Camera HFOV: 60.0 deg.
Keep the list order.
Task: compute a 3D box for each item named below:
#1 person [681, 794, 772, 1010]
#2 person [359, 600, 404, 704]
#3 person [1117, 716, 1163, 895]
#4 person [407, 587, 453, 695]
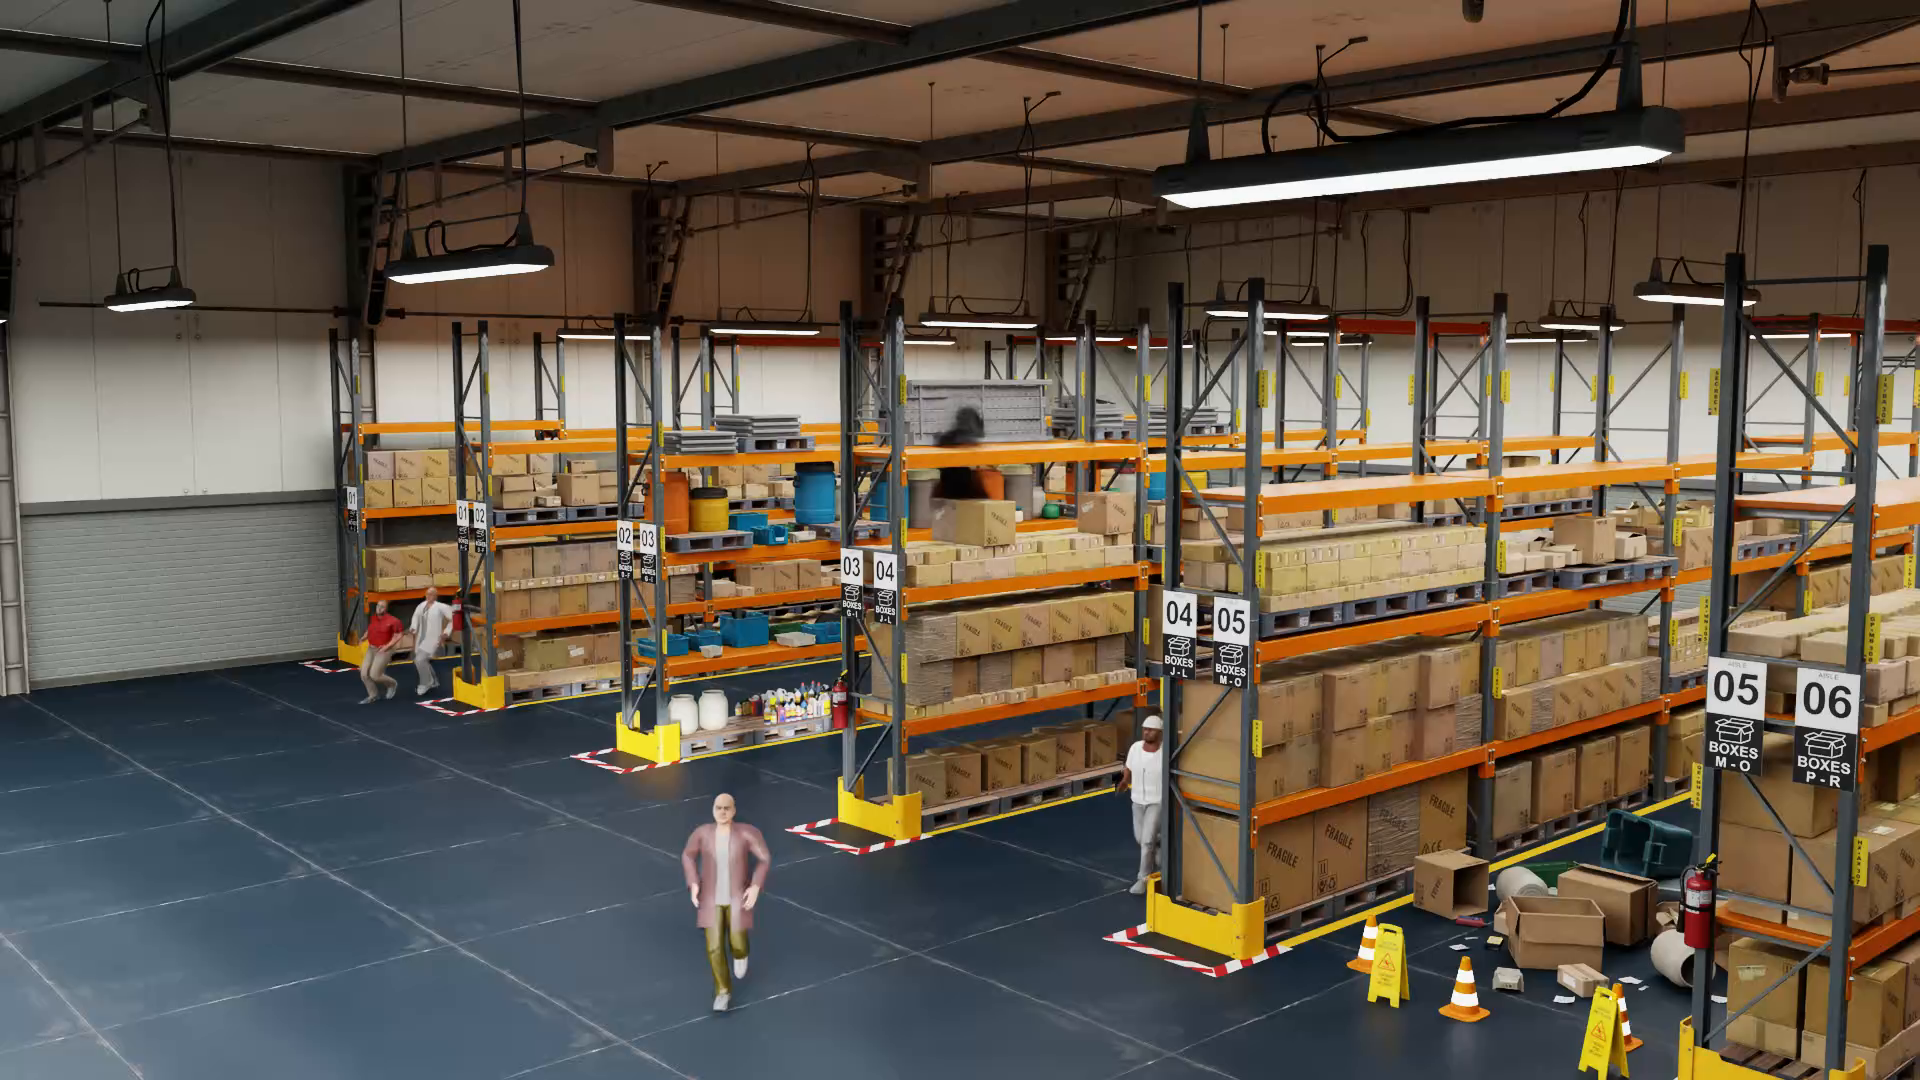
[{"bbox_3d":[-1.935,2.940,13.759,0.752,1.734,0.774,0,6,-1],"label":"person"},{"bbox_3d":[-9.139,1.760,26.243,0.667,1.650,0.582,3,6,26],"label":"person"},{"bbox_3d":[1.965,2.644,16.862,0.699,1.758,0.850,4,7,36],"label":"person"},{"bbox_3d":[-8.599,1.644,27.003,0.775,1.767,0.692,3,6,29],"label":"person"}]
